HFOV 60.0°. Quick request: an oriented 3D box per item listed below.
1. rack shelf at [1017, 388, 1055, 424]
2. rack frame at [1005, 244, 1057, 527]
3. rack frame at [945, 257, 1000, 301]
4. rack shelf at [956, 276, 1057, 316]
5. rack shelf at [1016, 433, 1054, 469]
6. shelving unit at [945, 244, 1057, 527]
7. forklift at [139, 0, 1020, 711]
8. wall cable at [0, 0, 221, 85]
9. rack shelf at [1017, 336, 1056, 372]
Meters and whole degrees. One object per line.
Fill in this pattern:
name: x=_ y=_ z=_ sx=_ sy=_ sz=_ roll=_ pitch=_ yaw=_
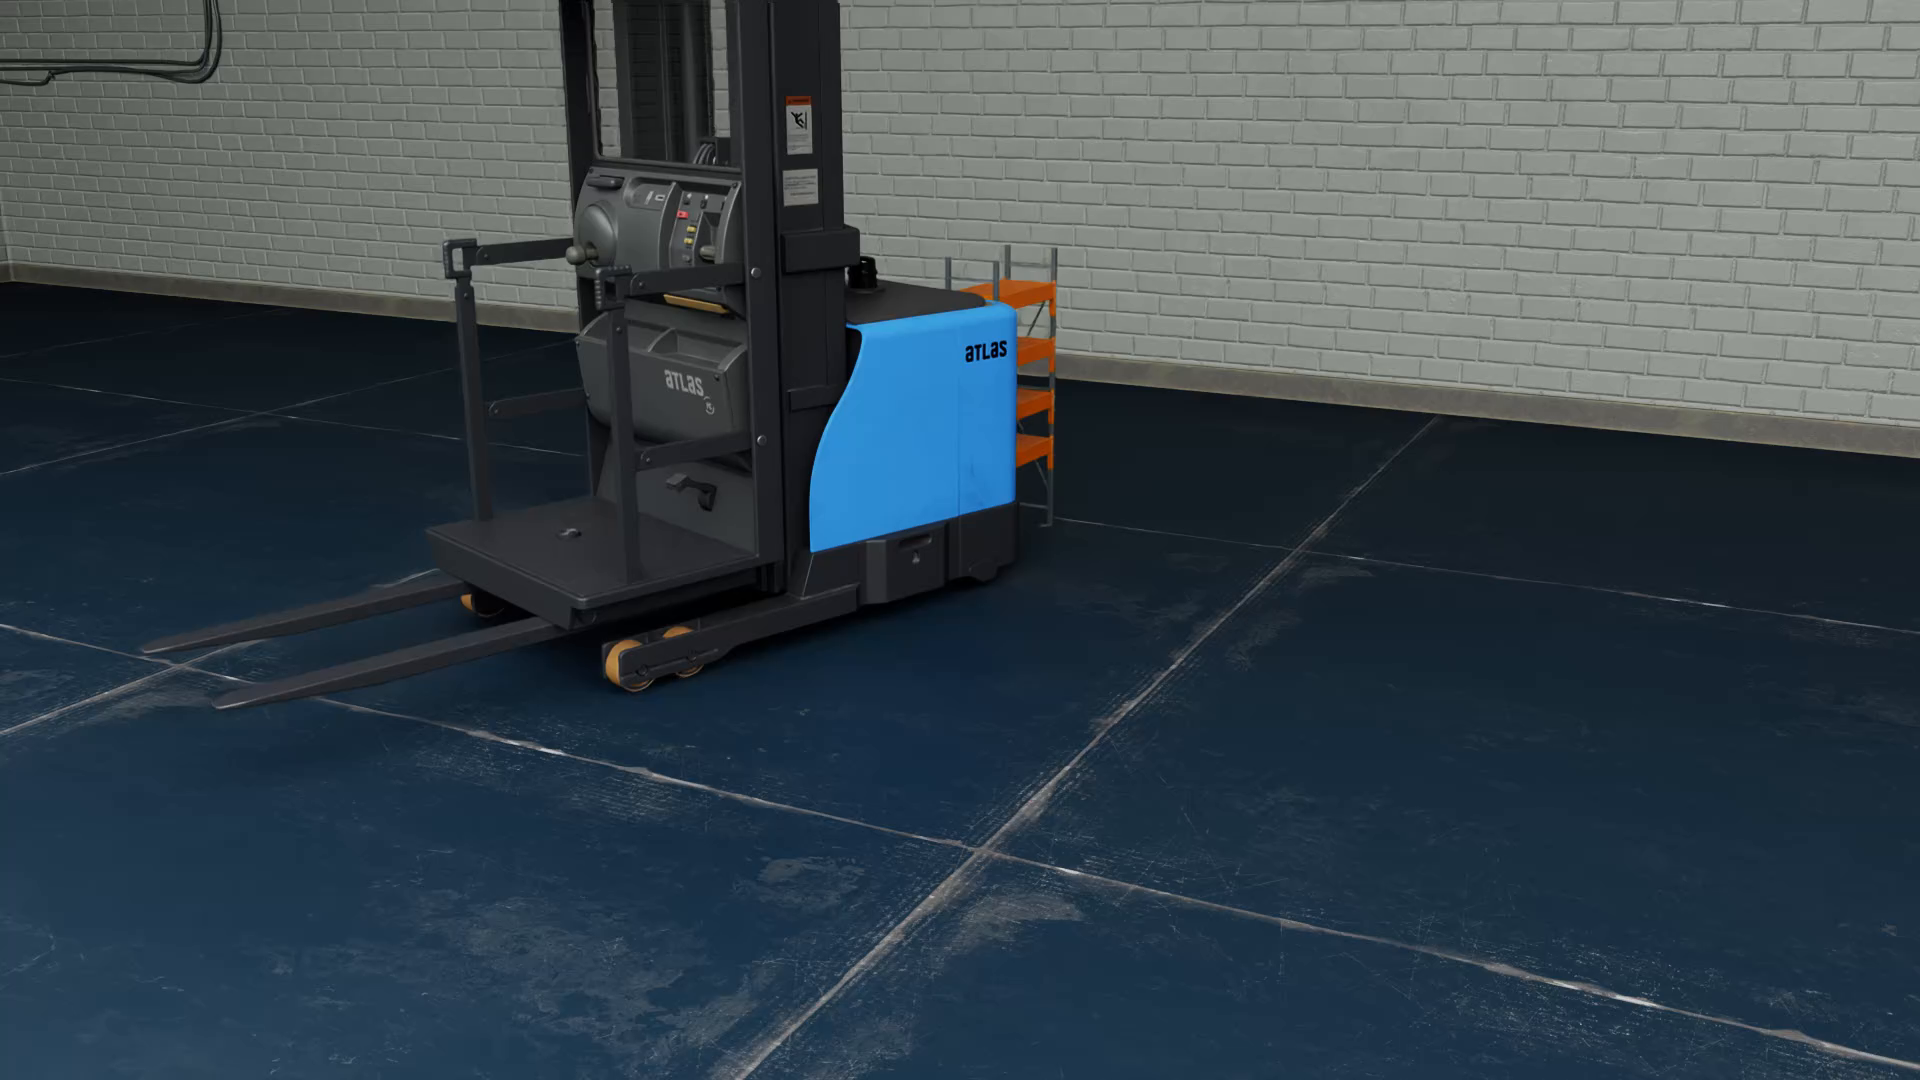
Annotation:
rack shelf: x=0.171 y=-0.525 z=6.922 sx=0.258 sy=0.148 sz=0.480 roll=10 pitch=19 yaw=29
rack frame: x=0.295 y=-0.650 z=7.105 sx=0.240 sy=1.200 sz=0.015 roll=10 pitch=19 yaw=29
rack frame: x=0.048 y=-0.530 z=6.702 sx=0.240 sy=1.200 sz=0.015 roll=10 pitch=19 yaw=29
rack shelf: x=0.171 y=-0.967 z=6.791 sx=0.258 sy=0.148 sz=0.480 roll=10 pitch=19 yaw=29
rack shelf: x=0.171 y=-0.335 z=6.979 sx=0.258 sy=0.148 sz=0.480 roll=10 pitch=19 yaw=29
shelving unit: x=0.171 y=-0.590 z=6.903 sx=0.258 sy=1.200 sz=0.503 roll=10 pitch=19 yaw=29
forklift: x=-1.191 y=-1.081 z=5.517 sx=3.031 sy=2.935 sz=1.130 roll=-15 pitch=22 yaw=-41
wall cable: x=-7.126 y=-4.933 z=13.281 sx=3.097 sy=2.526 sz=0.112 roll=8 pitch=18 yaw=25
rack shelf: x=0.171 y=-0.740 z=6.859 sx=0.258 sy=0.148 sz=0.480 roll=10 pitch=19 yaw=29
